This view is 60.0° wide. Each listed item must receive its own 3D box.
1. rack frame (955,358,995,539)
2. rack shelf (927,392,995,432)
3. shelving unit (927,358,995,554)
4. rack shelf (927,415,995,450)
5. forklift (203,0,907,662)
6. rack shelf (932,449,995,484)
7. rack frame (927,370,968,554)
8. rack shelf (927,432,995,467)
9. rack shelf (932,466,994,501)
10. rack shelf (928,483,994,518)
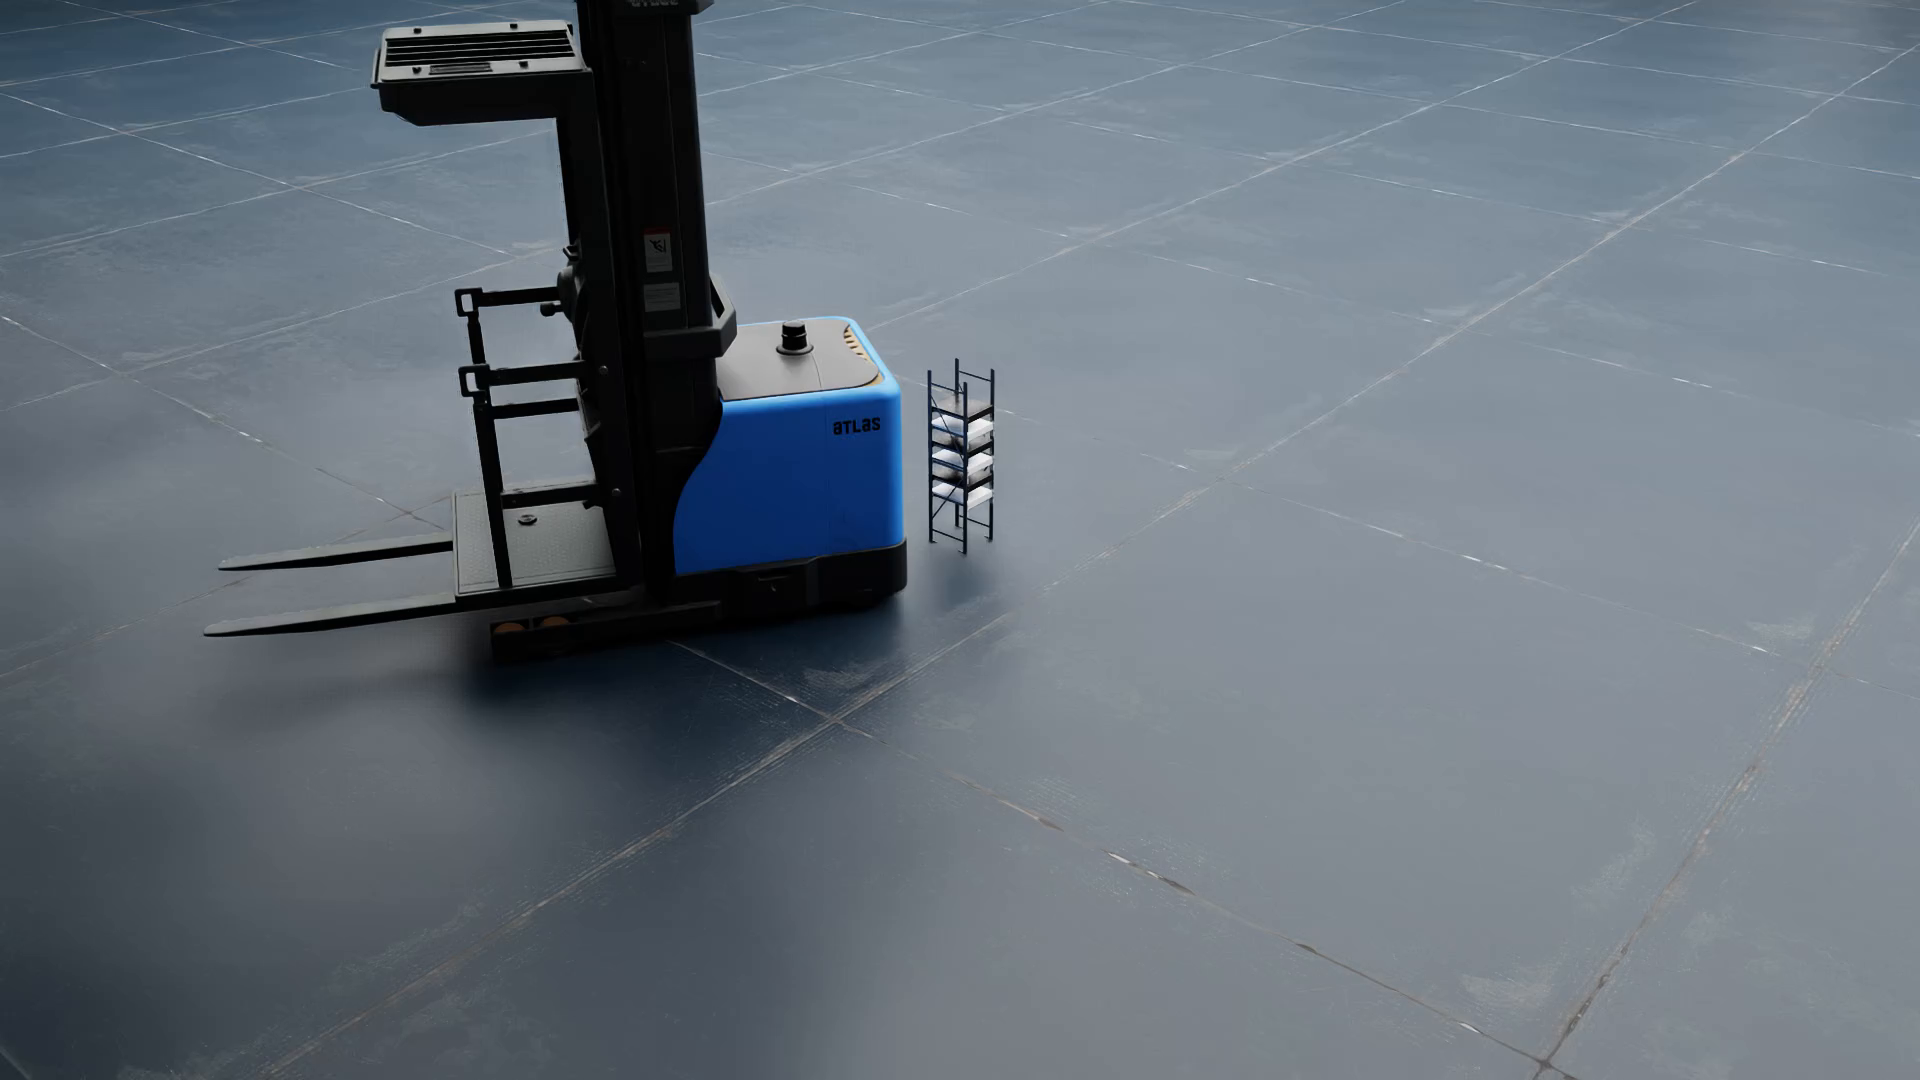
[{"bbox_3d":[0.070,-0.439,8.118,0.240,0.900,0.006,21,34,34],"label":"rack frame"},{"bbox_3d":[0.005,-0.613,7.940,0.258,0.077,0.200,21,34,34],"label":"rack shelf"},{"bbox_3d":[0.005,-0.403,8.049,0.258,0.900,0.210,21,34,34],"label":"shelving unit"},{"bbox_3d":[0.005,-0.533,7.981,0.258,0.077,0.200,21,34,34],"label":"rack shelf"},{"bbox_3d":[-1.821,-1.043,7.076,3.031,2.935,1.130,-8,28,-14],"label":"forklift"},{"bbox_3d":[0.005,-0.373,8.064,0.258,0.077,0.200,21,34,34],"label":"rack shelf"},{"bbox_3d":[-0.059,-0.367,7.979,0.240,0.900,0.006,21,34,34],"label":"rack frame"},{"bbox_3d":[0.005,-0.453,8.023,0.258,0.077,0.200,21,34,34],"label":"rack shelf"},{"bbox_3d":[0.005,-0.293,8.105,0.258,0.077,0.200,21,34,34],"label":"rack shelf"},{"bbox_3d":[0.005,-0.213,8.147,0.258,0.077,0.200,21,34,34],"label":"rack shelf"}]
